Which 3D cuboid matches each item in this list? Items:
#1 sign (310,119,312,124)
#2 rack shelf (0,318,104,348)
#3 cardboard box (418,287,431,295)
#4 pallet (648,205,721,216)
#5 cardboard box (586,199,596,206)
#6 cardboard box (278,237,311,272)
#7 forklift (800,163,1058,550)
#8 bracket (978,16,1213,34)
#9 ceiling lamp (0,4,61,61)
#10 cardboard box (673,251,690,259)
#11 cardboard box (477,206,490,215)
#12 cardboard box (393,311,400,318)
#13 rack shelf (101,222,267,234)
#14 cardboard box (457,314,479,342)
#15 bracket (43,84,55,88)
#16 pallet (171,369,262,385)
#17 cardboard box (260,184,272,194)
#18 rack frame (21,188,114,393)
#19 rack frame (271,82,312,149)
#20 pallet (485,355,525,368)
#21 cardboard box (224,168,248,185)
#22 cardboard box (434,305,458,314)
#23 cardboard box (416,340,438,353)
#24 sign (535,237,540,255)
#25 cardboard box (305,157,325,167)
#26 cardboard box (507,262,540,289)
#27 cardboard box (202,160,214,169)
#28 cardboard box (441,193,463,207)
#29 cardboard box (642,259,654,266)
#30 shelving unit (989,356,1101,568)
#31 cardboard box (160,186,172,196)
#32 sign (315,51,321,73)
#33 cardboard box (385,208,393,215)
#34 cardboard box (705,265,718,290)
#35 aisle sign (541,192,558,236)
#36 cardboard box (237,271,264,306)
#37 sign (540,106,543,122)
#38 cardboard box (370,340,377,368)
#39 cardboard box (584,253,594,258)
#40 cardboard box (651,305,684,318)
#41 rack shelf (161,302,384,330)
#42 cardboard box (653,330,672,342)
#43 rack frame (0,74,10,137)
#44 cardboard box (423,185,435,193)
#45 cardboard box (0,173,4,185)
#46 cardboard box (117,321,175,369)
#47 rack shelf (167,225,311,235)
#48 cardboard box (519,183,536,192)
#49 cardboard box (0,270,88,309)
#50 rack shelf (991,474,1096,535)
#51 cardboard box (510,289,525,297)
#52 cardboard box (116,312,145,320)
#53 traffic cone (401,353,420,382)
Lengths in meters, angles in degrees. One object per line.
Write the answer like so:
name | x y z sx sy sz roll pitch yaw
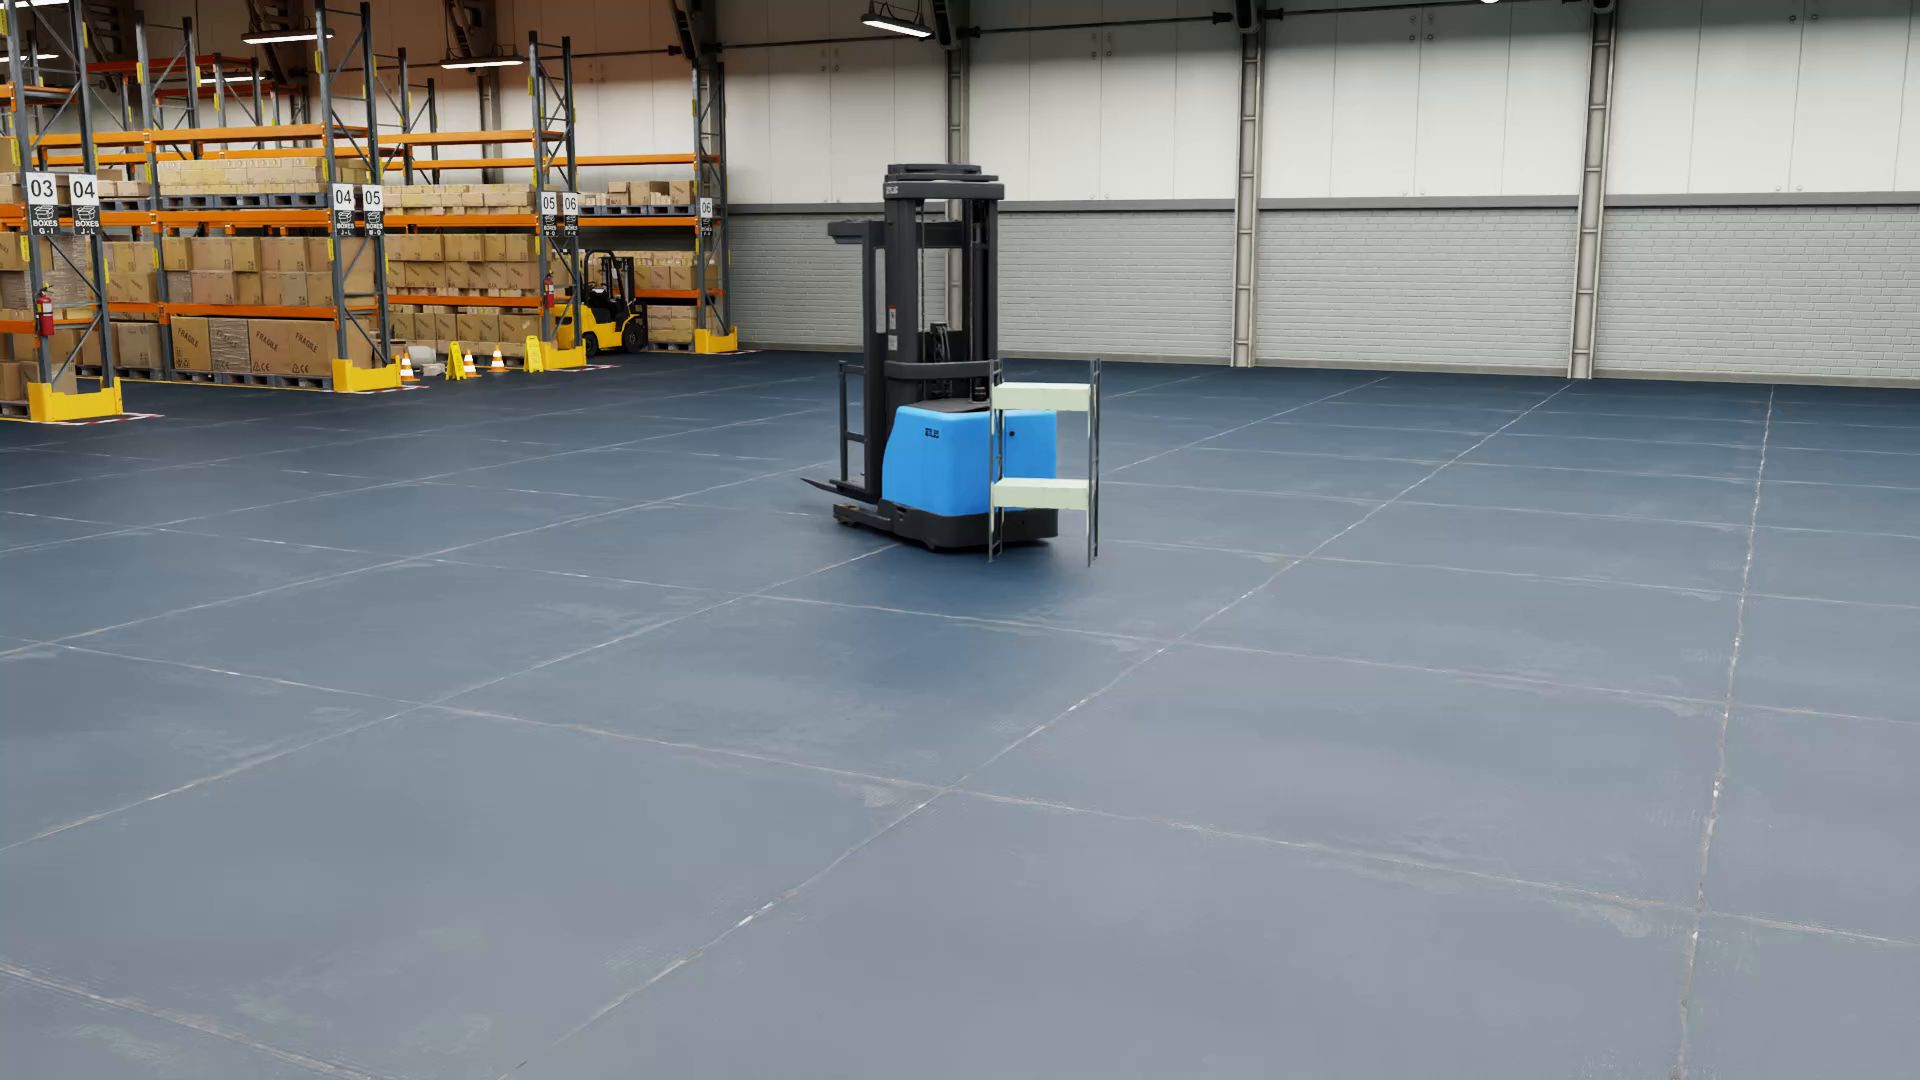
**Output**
sign | -15.730 -10.020 40.259 0.005 0.325 0.100 5 11 26
rack shelf | -13.581 -2.924 22.982 4.000 0.370 1.077 5 11 26
cardboard box | -10.141 -4.766 31.844 0.250 0.149 0.380 5 12 28
pallet | -5.832 -6.988 35.245 1.213 0.211 1.003 5 11 26
cardboard box | -7.839 -7.275 35.826 0.250 0.149 0.380 5 12 28
cardboard box | -10.352 -4.573 26.624 0.550 0.550 0.875 5 11 26
forklift | -0.408 -1.586 13.766 1.130 2.935 3.031 -6 12 -29
bracket | 2.487 -9.651 31.182 4.783 0.066 0.076 5 11 26
ceiling lamp | -18.382 -11.058 32.672 2.000 3.185 0.800 5 11 26
cardboard box | -5.859 -6.020 35.130 0.250 0.149 0.380 5 11 26
cardboard box | -8.749 -6.122 30.917 0.250 0.149 0.380 5 11 25
cardboard box | -12.858 -5.102 38.837 0.500 0.500 0.500 5 12 27
rack shelf | -16.370 -6.613 34.943 4.000 0.370 1.077 5 11 26
cardboard box | -9.155 -4.028 31.501 0.500 0.500 0.500 5 11 24
bracket | -24.232 -11.999 44.154 0.430 0.232 0.235 5 11 26
pallet | -12.442 -2.775 27.970 1.213 0.211 1.003 5 11 26
cardboard box | -10.863 -5.565 26.378 0.250 0.149 0.380 5 11 25
rack frame | -11.787 -3.120 22.047 0.127 3.000 1.000 5 11 26
rack frame | -15.971 -9.393 39.864 0.127 3.000 1.000 5 11 26
pallet | -8.183 -3.406 31.458 1.213 0.211 1.003 5 11 26
cardboard box | -11.414 -5.822 26.677 0.500 0.250 0.500 5 11 26
cardboard box | -9.790 -4.390 31.677 0.250 0.149 0.380 6 12 29
cardboard box | -10.096 -3.742 32.023 0.500 0.250 0.500 6 12 29
sign | -7.666 -5.341 30.180 0.005 0.325 0.100 5 11 26
cardboard box | -9.954 -5.877 25.865 0.250 0.149 0.380 5 11 26
cardboard box | -8.011 -4.897 30.750 0.500 0.500 0.500 5 11 25
cardboard box | -11.998 -6.057 26.859 0.250 0.149 0.380 5 11 26
cardboard box | -9.352 -6.368 31.156 0.500 0.250 0.500 5 11 26
cardboard box | -6.570 -5.927 35.455 0.250 0.149 0.380 5 11 24
shelving unit | 0.624 -0.586 12.256 0.755 1.500 0.431 2 10 12
cardboard box | -12.913 -5.745 27.372 0.250 0.149 0.380 5 11 25
sign | -9.755 -7.269 25.283 0.005 0.325 0.100 5 11 26
cardboard box | -10.817 -6.306 31.933 0.250 0.149 0.380 5 11 25
cardboard box | -5.531 -5.628 35.626 0.500 0.500 0.500 5 12 28
aisle sign | -7.475 -5.931 30.277 0.004 0.787 0.394 5 11 26
cardboard box | -11.298 -4.139 27.257 0.500 0.550 0.875 5 11 26
sign | -9.026 -9.174 35.807 0.005 0.325 0.100 5 11 26
cardboard box | -10.940 -3.348 29.933 0.503 0.637 0.797 5 11 26
cardboard box | -7.949 -6.192 36.082 0.250 0.149 0.380 5 12 27
cardboard box | -6.221 -4.867 35.435 0.500 0.250 0.500 5 12 27
rack shelf | -11.296 -3.708 27.315 4.000 0.370 1.077 5 11 26
cardboard box | -6.212 -4.377 35.532 0.500 0.250 0.500 5 11 26
rack frame | -21.751 -8.916 37.224 0.127 3.000 1.000 5 11 26
cardboard box | -9.904 -6.611 31.381 0.250 0.149 0.380 5 11 24
cardboard box | -12.356 -4.730 21.820 0.250 0.149 0.380 5 11 24
cardboard box | -13.686 -3.354 28.475 0.750 0.750 1.050 5 11 26
rack shelf | -17.764 -7.721 41.066 4.000 0.370 1.077 5 11 26
cardboard box | -7.836 -6.427 30.363 0.250 0.149 0.380 5 11 26
cardboard box | -12.268 -3.363 22.275 0.500 0.500 0.875 5 11 26
rack shelf | 0.624 -0.265 12.314 0.720 0.370 0.431 2 10 12
cardboard box | -8.109 -4.577 30.801 0.250 0.149 0.380 5 11 25
cardboard box | -17.572 -4.773 35.969 0.875 0.875 0.875 5 12 28
traffic cone | -9.350 -2.925 28.090 0.334 0.463 0.336 5 11 26
